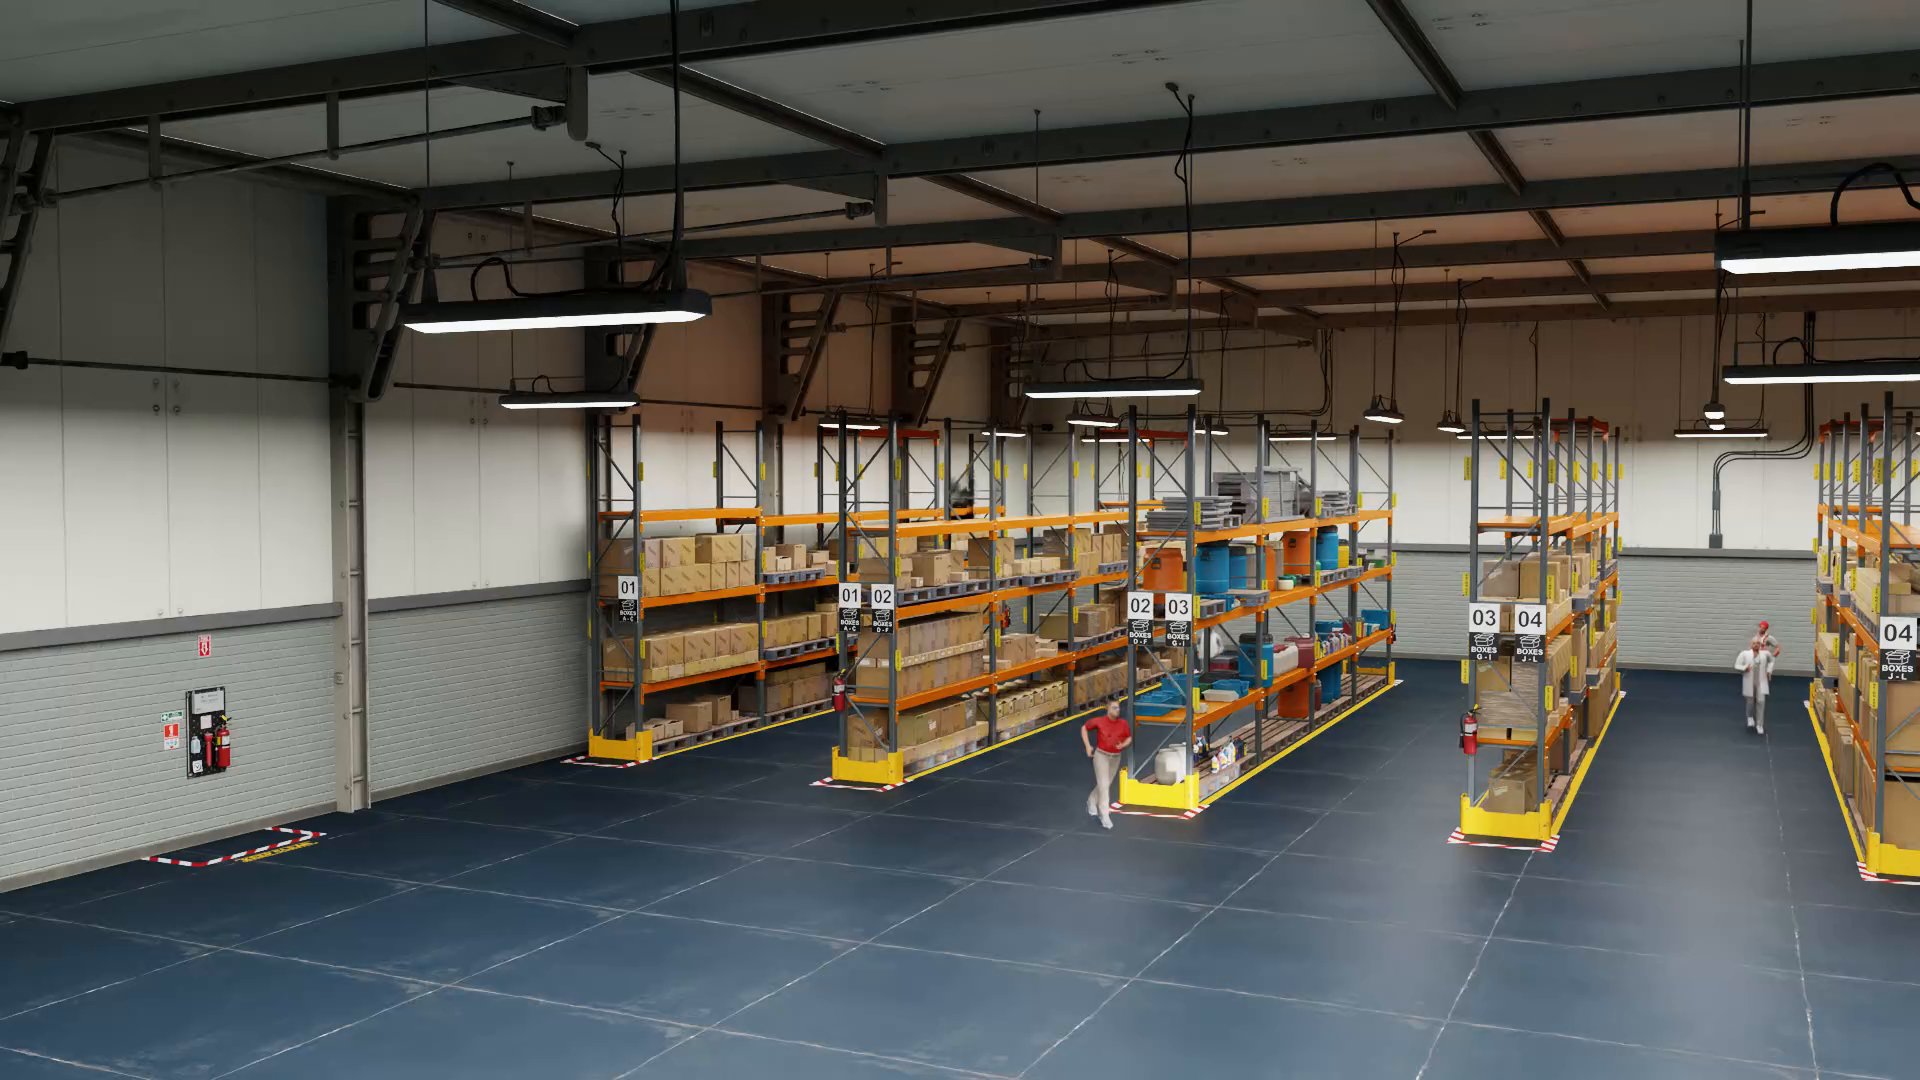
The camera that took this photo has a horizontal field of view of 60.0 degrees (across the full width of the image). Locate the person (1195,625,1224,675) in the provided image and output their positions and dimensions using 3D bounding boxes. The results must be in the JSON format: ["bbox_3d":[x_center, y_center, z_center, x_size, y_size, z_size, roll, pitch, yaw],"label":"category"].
[{"bbox_3d":[5.500,2.635,36.740,0.661,1.748,0.722,1,2,18],"label":"person"}]

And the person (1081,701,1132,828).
[{"bbox_3d":[2.139,3.164,23.857,0.690,1.727,0.962,-1,3,-24],"label":"person"}]

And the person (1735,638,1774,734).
[{"bbox_3d":[15.300,2.772,32.009,0.708,1.791,1.041,1,3,20],"label":"person"}]

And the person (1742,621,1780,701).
[{"bbox_3d":[17.403,2.649,36.219,0.656,1.766,0.715,-1,3,-21],"label":"person"}]
